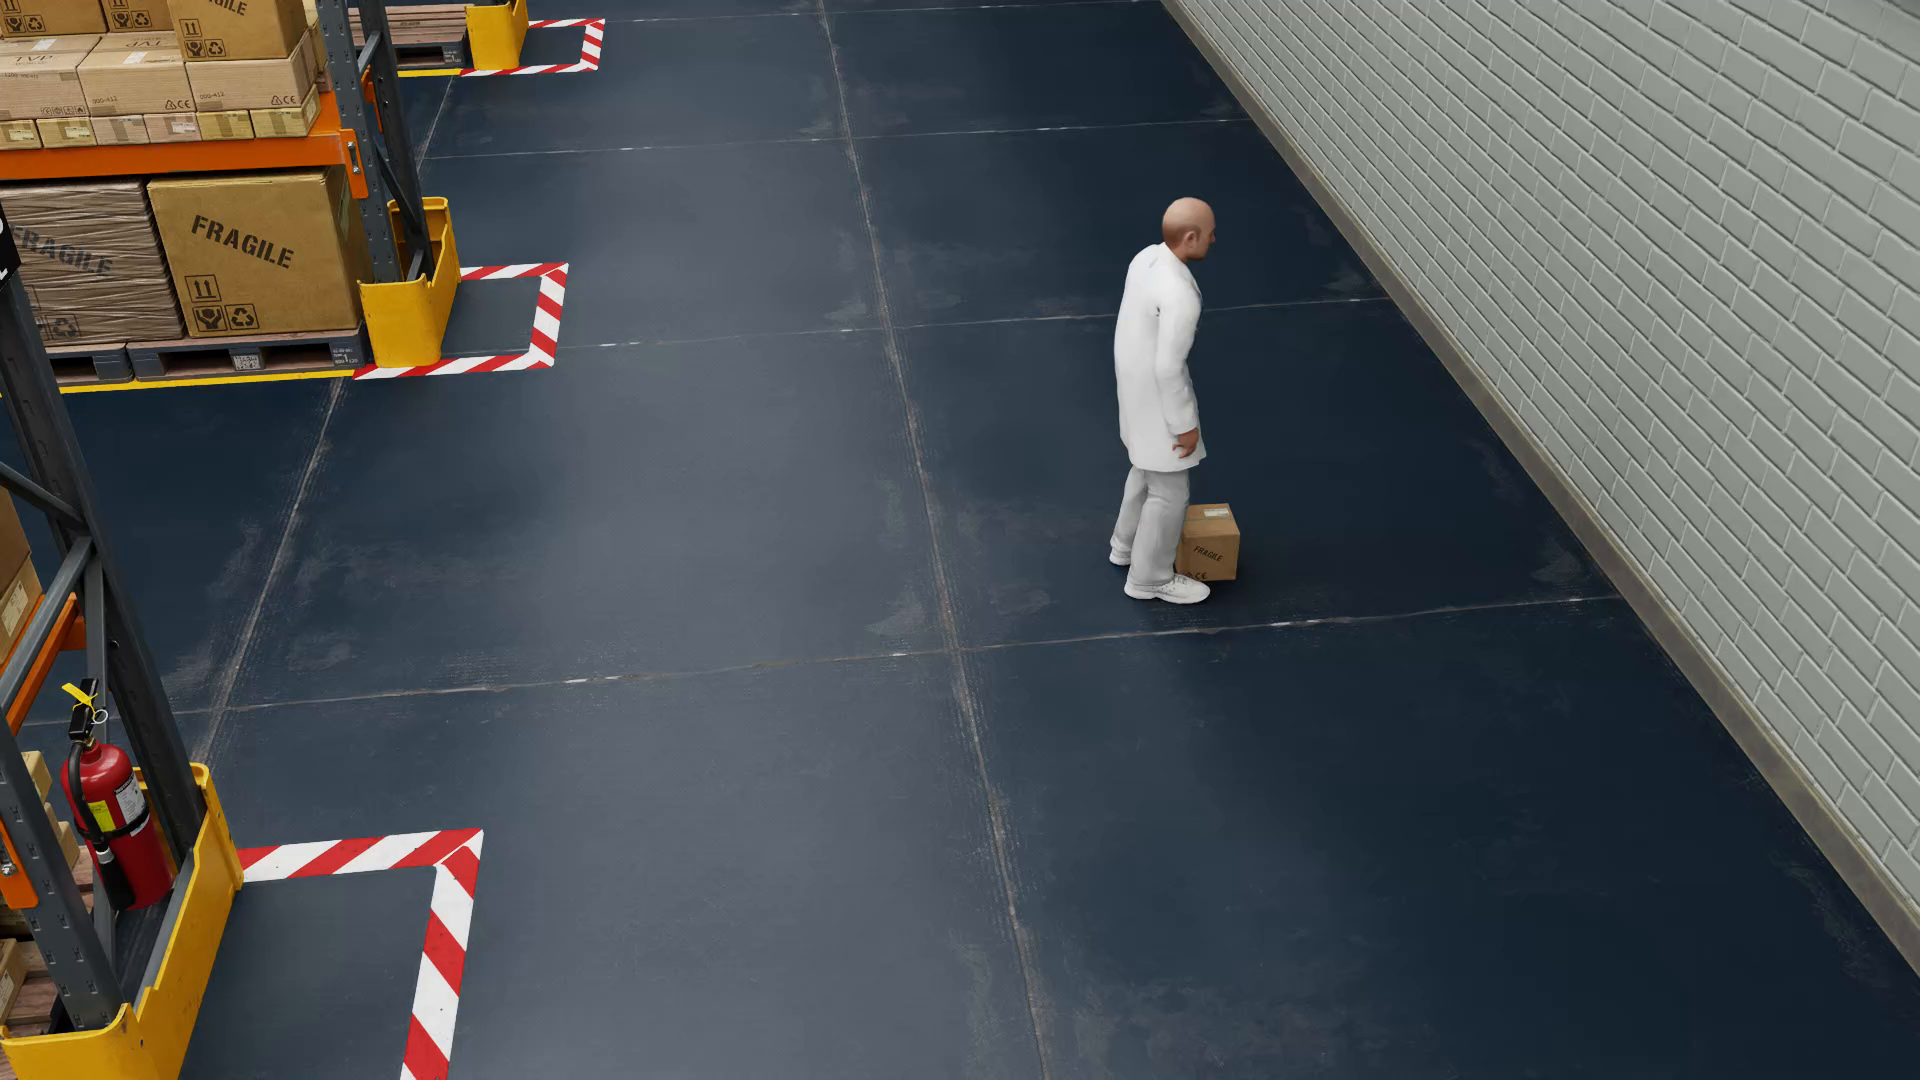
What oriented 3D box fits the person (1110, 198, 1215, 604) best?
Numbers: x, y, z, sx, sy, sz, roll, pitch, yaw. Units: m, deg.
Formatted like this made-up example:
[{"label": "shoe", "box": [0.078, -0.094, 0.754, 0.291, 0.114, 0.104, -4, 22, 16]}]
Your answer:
[{"label": "person", "box": [0.861, -0.594, 7.026, 0.421, 1.774, 0.642, -4, 35, -6]}]
